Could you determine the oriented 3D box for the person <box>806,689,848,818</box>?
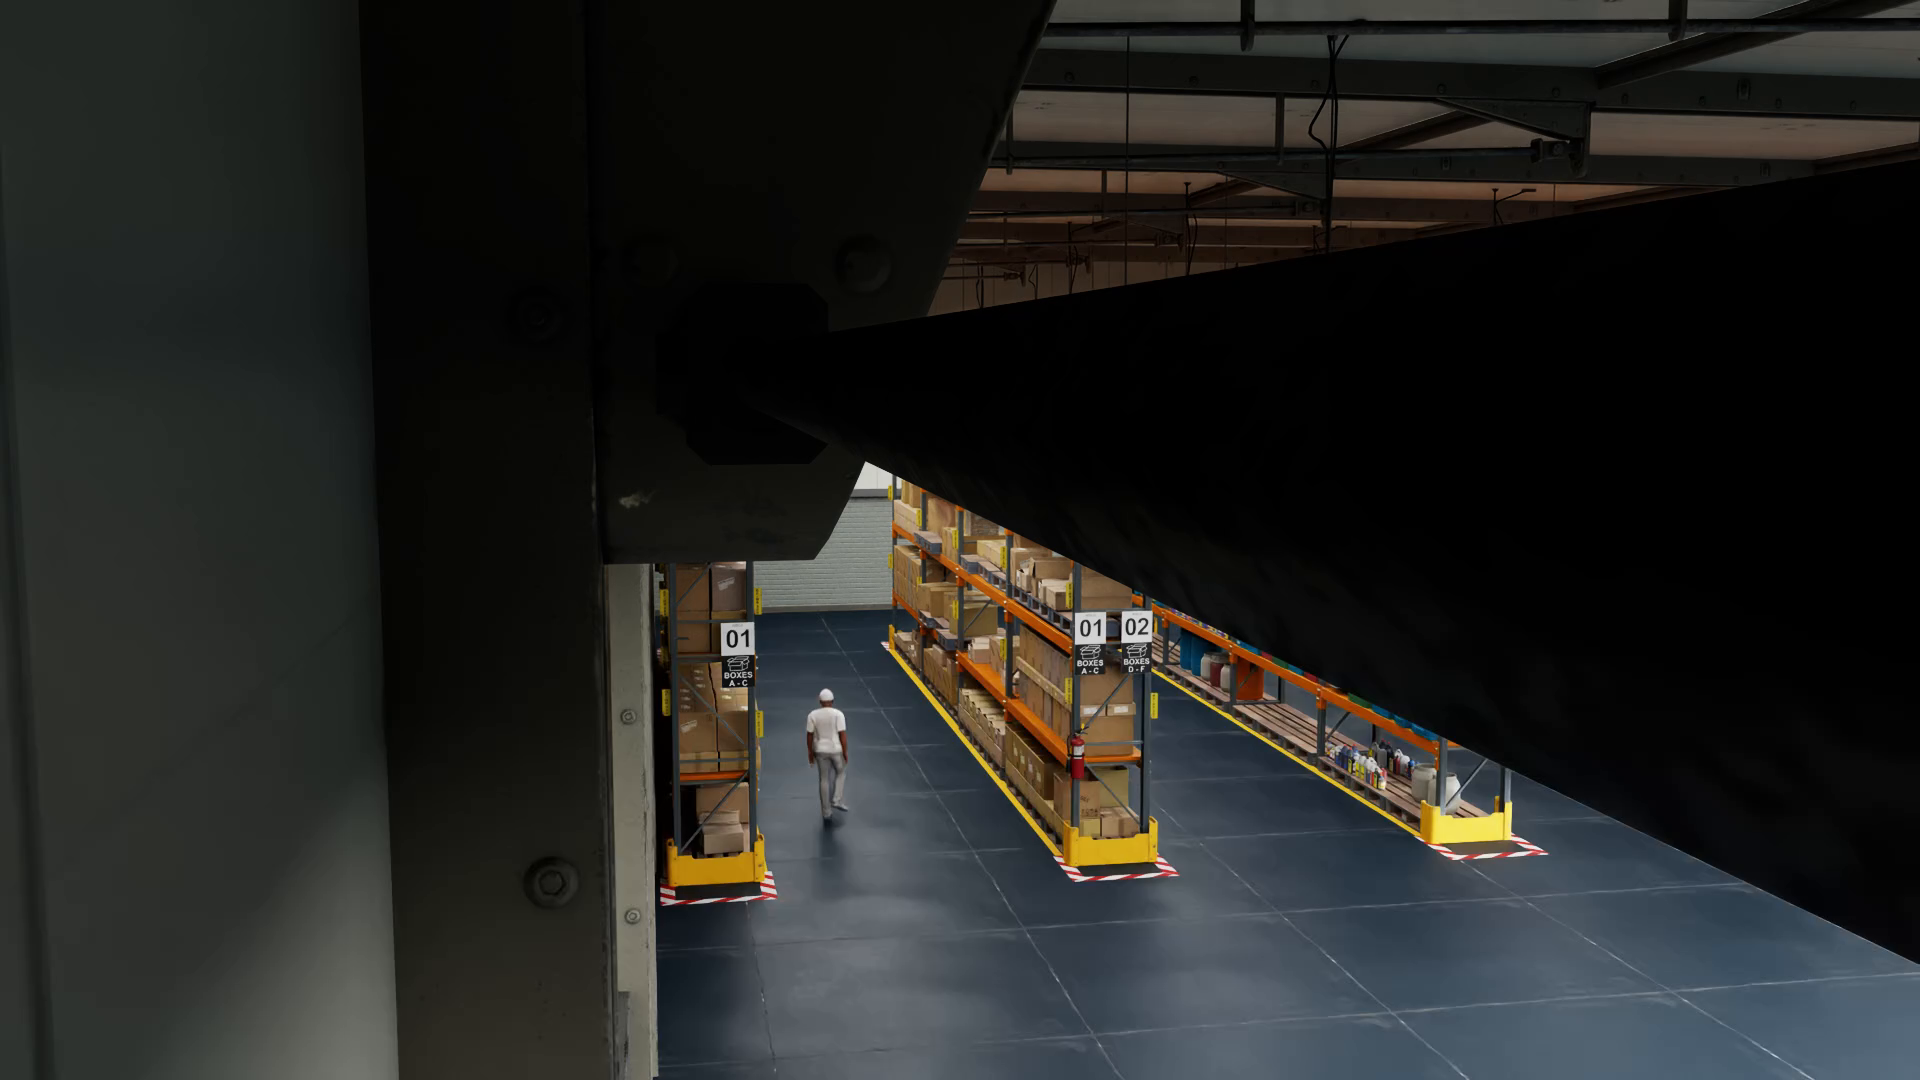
[{"bbox_3d":[-1.844,2.944,23.136,0.598,1.744,0.529,0,6,3],"label":"person"}]
